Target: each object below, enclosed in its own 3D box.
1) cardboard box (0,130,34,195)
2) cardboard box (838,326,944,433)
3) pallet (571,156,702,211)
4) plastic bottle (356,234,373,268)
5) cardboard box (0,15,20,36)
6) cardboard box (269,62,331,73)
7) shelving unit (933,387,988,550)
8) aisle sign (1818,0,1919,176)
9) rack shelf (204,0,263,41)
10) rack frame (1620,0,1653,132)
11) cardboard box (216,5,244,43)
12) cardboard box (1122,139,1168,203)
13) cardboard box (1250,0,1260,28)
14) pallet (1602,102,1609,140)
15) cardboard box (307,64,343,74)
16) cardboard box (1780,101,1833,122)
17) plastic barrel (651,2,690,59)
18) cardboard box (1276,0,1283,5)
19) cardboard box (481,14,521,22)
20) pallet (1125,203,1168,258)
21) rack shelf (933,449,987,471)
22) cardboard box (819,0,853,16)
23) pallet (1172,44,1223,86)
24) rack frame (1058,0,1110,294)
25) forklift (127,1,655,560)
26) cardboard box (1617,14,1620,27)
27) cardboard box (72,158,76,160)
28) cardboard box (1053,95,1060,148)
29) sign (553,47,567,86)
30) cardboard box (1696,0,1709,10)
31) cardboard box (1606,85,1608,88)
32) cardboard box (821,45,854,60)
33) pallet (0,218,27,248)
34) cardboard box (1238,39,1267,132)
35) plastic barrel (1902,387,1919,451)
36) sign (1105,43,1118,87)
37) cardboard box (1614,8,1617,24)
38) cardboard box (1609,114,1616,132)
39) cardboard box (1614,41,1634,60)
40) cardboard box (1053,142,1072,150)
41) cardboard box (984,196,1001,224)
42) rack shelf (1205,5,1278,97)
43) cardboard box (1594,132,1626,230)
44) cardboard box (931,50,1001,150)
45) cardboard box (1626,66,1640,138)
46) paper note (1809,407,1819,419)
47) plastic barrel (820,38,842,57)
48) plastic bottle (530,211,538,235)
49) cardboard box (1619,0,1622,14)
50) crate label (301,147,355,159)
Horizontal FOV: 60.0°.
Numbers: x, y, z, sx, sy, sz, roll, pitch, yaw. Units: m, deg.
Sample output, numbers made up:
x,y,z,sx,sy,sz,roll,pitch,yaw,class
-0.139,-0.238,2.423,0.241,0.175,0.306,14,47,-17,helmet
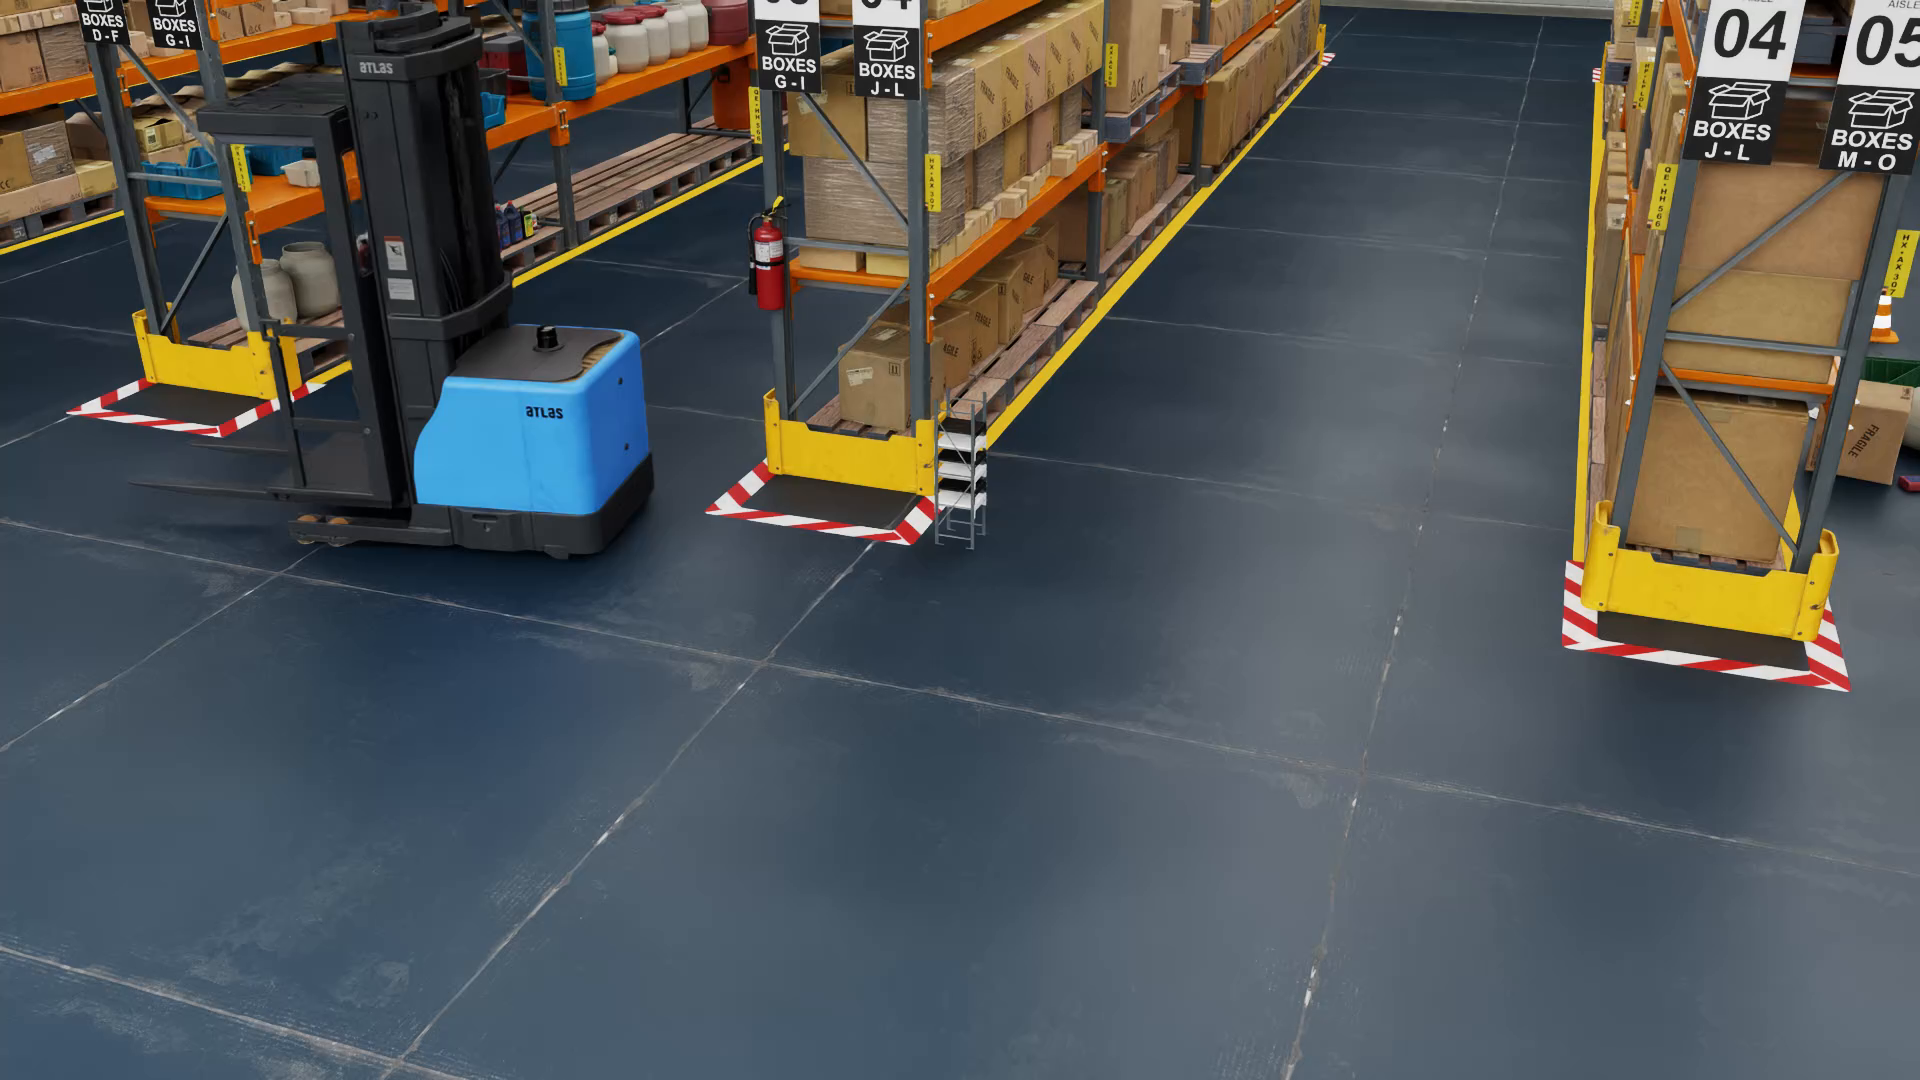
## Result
x,y,z,sx,sy,sz,roll,pitch,yaw,class
-8.968,-3.478,15.304,0.500,0.500,0.500,9,27,17,cardboard box
-0.447,-1.057,10.878,0.500,0.500,0.500,14,29,27,cardboard box
-3.381,-3.678,17.103,1.003,0.211,1.213,9,27,17,pallet
-4.988,-2.405,13.895,0.152,0.276,0.135,8,27,16,plastic bottle
-8.824,-4.698,15.152,0.380,0.149,0.250,9,27,17,cardboard box
-7.800,-5.496,19.689,0.500,0.311,0.500,10,27,19,cardboard box
0.003,-0.408,9.561,0.258,0.900,0.210,9,27,17,shelving unit
4.232,-2.076,7.612,0.394,0.787,0.004,9,27,17,aisle sign
-4.676,-4.306,12.584,1.077,0.370,4.000,9,27,17,rack shelf
6.635,-4.266,15.119,1.000,3.000,0.127,9,27,17,rack frame
-8.067,-5.602,17.763,0.500,0.500,0.500,9,27,18,cardboard box
1.615,-3.592,16.090,0.700,0.500,0.500,6,27,13,cardboard box
3.086,-6.066,18.721,0.500,0.500,0.500,8,27,17,cardboard box
8.157,-4.936,19.702,1.003,0.211,1.213,9,27,17,pallet
-7.291,-5.418,19.528,0.500,0.311,0.500,9,27,19,cardboard box
4.544,-2.129,9.293,0.875,0.550,0.550,9,27,17,cardboard box
-2.960,-5.169,16.855,0.421,0.512,0.421,0,26,0,plastic barrel
3.735,-6.631,20.291,0.380,0.149,0.250,9,27,18,cardboard box
-6.409,-7.018,23.167,0.500,0.500,0.500,8,27,15,cardboard box
1.323,-2.951,15.603,1.003,0.211,1.213,9,27,17,pallet
0.003,-0.459,9.536,0.258,0.077,0.200,9,27,17,rack shelf
-0.750,-3.257,9.764,0.500,0.250,0.500,9,27,19,cardboard box
1.855,-4.632,16.095,1.213,0.211,1.003,9,27,17,pallet
0.661,-3.383,13.295,1.000,3.000,0.127,9,27,17,rack frame
-3.447,-1.500,9.485,3.031,2.935,1.130,4,26,9,forklift
6.626,-5.066,16.236,0.380,0.149,0.250,9,27,18,cardboard box
-9.120,-3.626,16.470,0.500,0.250,0.500,9,27,17,cardboard box
0.253,-3.186,12.431,0.875,0.500,0.500,9,27,17,cardboard box
-3.495,-4.142,14.544,0.100,0.325,0.005,9,27,17,sign
3.764,-2.635,8.000,0.380,0.149,0.250,9,27,17,cardboard box
8.387,-5.771,21.016,0.380,0.149,0.250,7,27,15,cardboard box
-0.560,-2.836,10.563,0.500,0.500,0.500,9,27,17,cardboard box
-9.388,-2.742,15.172,1.003,0.211,1.213,9,27,17,pallet
2.832,-5.270,19.149,1.225,0.875,0.875,8,27,16,cardboard box
6.373,-0.774,10.863,0.421,0.421,0.512,-14,29,-27,plastic barrel
1.175,-3.697,12.950,0.100,0.325,0.005,9,27,17,sign
7.059,-5.466,17.404,0.380,0.149,0.250,8,27,15,cardboard box
6.945,-4.071,17.102,0.500,0.500,0.500,8,27,15,cardboard box
6.366,-4.611,15.638,0.380,0.149,0.250,9,27,18,cardboard box
0.634,-2.944,12.676,0.380,0.149,0.250,9,27,17,cardboard box
0.059,-2.223,11.188,0.380,0.149,0.250,9,27,17,cardboard box
2.657,-5.525,18.544,1.077,0.370,4.000,9,27,17,rack shelf
6.348,-3.205,15.028,1.050,0.750,0.750,8,27,17,cardboard box
-0.058,-2.759,10.403,0.500,0.500,0.500,9,27,17,cardboard box
5.729,-3.545,13.514,0.500,0.500,0.500,8,27,17,cardboard box
5.934,-0.879,11.529,0.147,0.020,0.142,-9,27,-18,paper note
-1.781,-6.121,20.877,0.600,0.901,0.708,9,27,17,plastic barrel
-3.837,-2.846,14.891,0.097,0.201,0.097,0,26,0,plastic bottle
6.624,-5.198,16.168,0.380,0.149,0.250,10,27,19,cardboard box
-4.984,-3.269,13.019,0.502,0.435,0.616,9,27,17,crate label
